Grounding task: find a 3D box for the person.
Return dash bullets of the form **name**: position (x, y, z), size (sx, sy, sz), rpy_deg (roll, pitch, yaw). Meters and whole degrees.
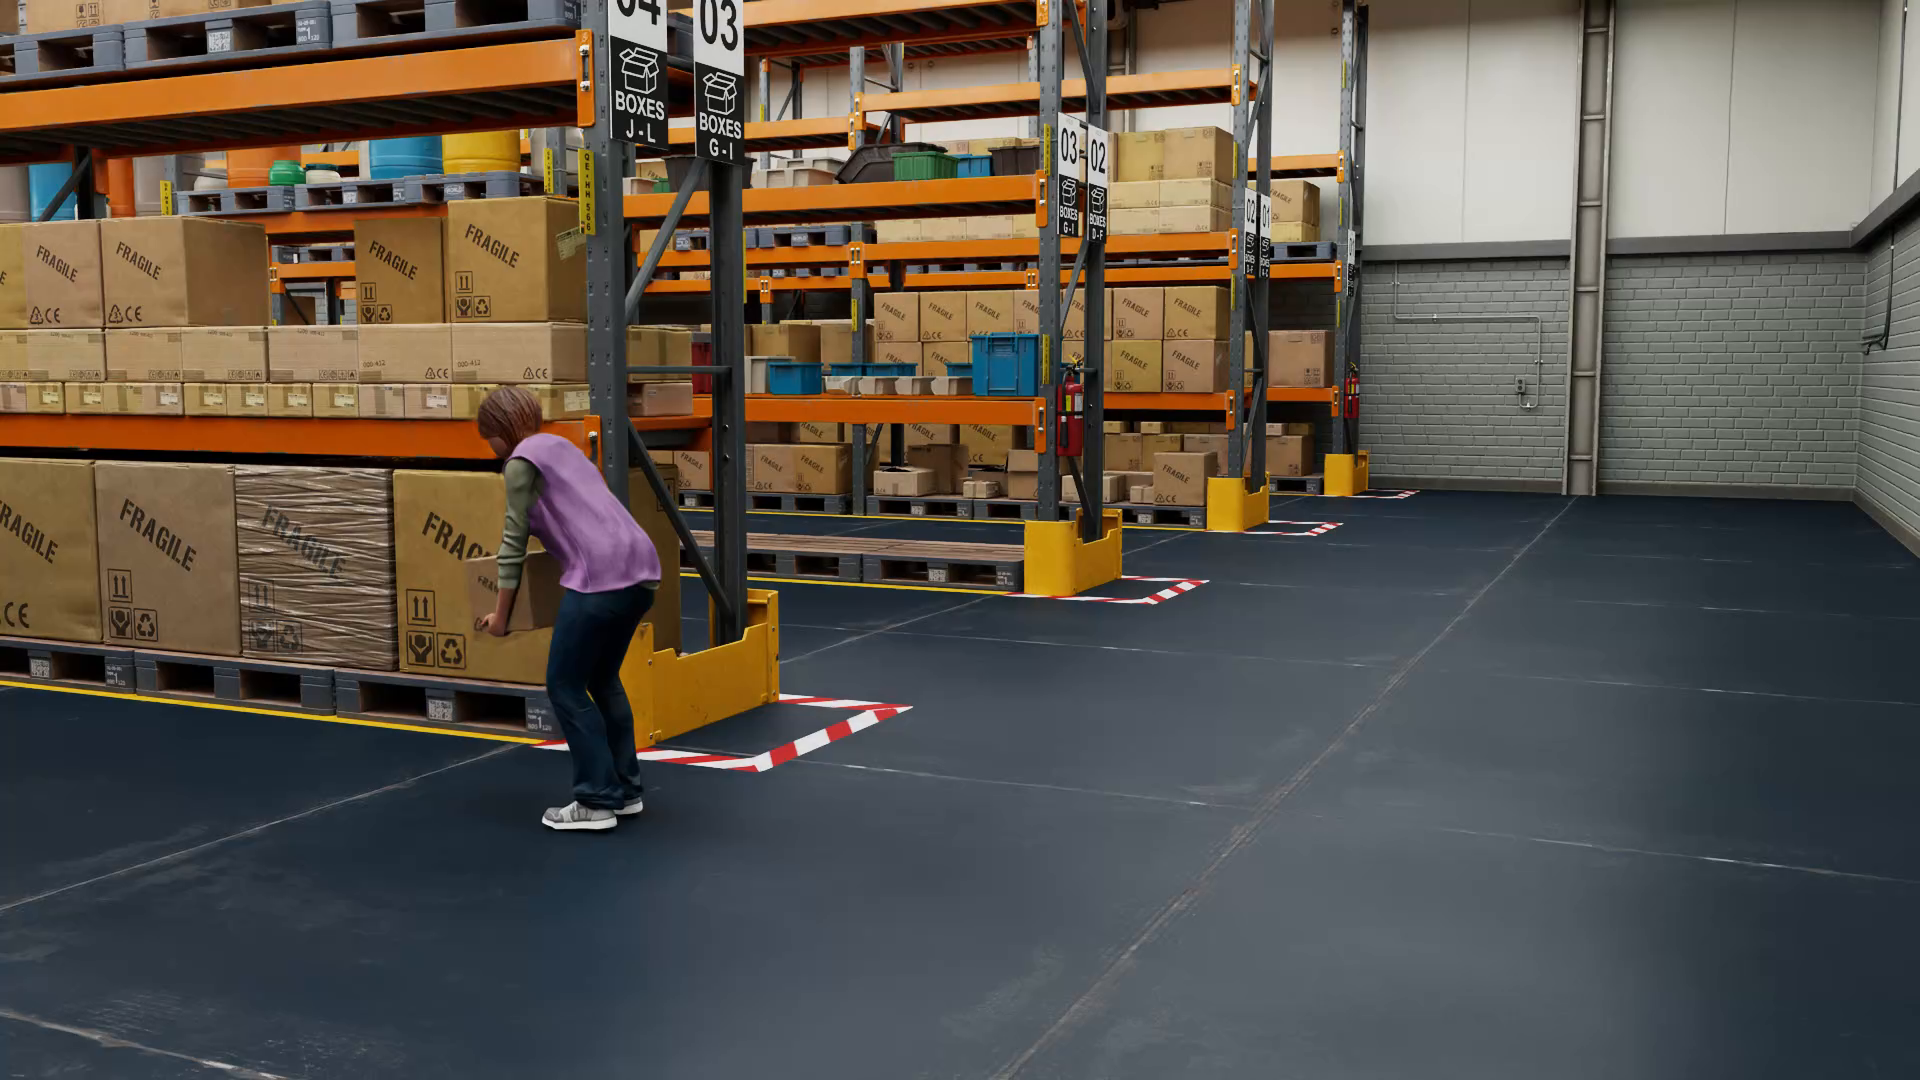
- **person**: position (-1.310, 0.217, 5.554), size (0.646, 1.459, 0.374), rpy_deg (2, 6, 22)
